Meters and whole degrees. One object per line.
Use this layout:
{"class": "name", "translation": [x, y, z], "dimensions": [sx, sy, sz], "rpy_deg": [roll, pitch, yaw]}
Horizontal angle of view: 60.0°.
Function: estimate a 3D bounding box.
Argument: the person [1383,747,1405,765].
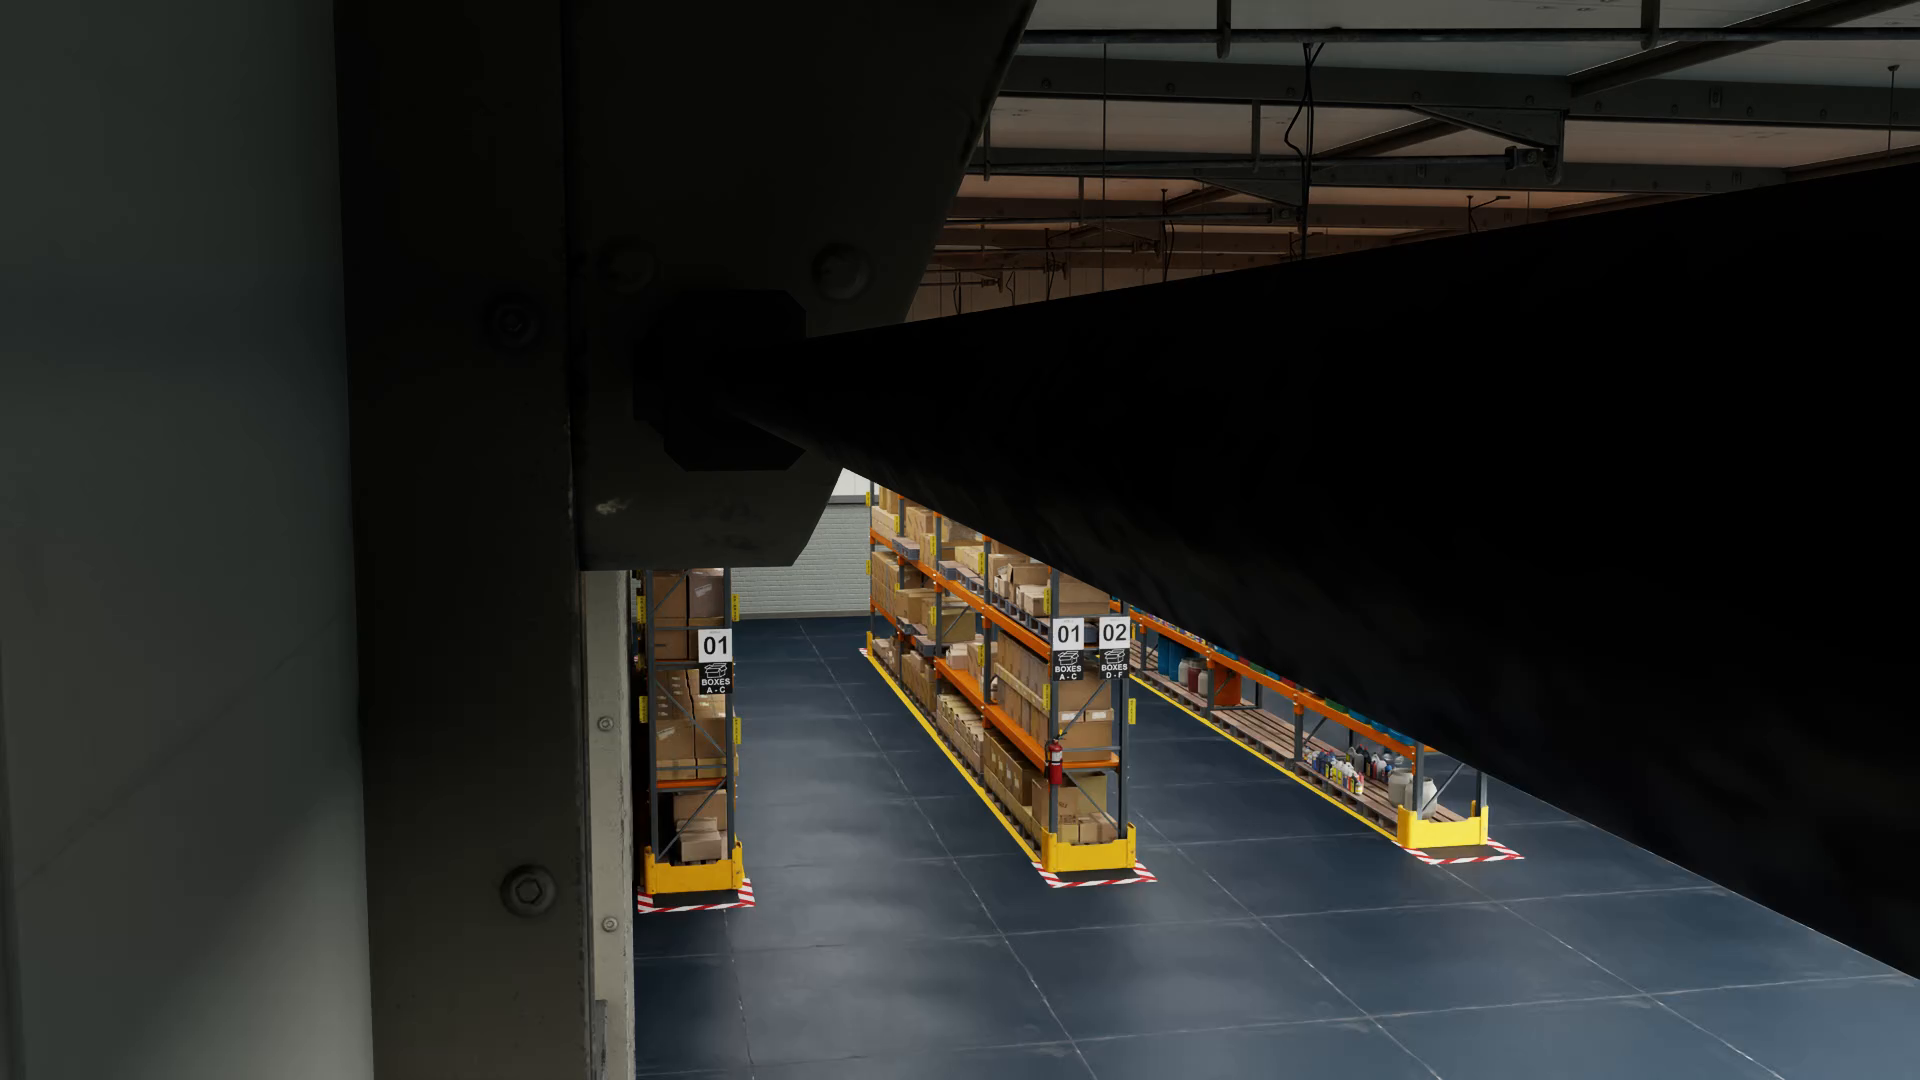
{"class": "person", "translation": [6.927, 2.757, 26.671], "dimensions": [0.370, 1.609, 0.511], "rpy_deg": [-5, 8, -41]}
